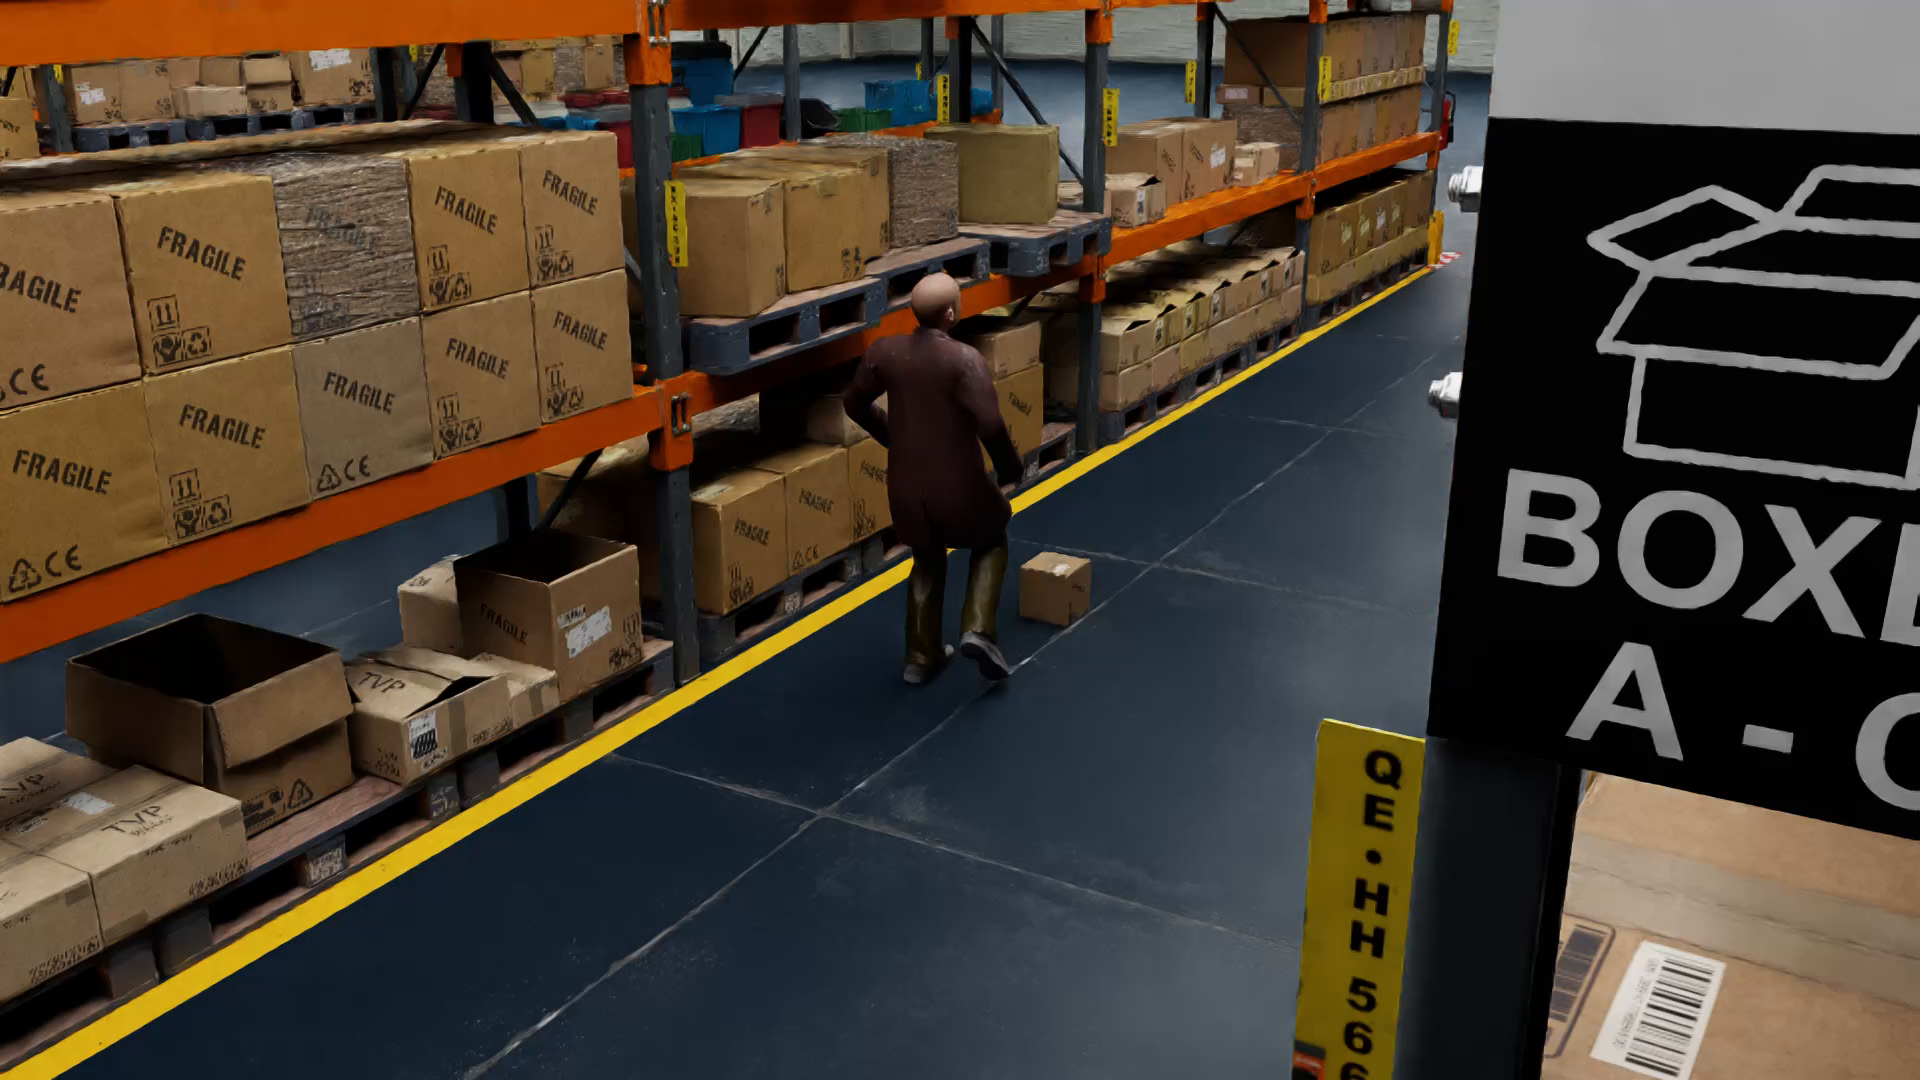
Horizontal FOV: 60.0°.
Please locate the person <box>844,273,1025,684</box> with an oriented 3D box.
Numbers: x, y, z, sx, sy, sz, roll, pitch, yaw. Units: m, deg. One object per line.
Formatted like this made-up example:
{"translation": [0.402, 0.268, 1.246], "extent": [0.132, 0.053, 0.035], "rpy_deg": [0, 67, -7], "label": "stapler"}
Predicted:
{"translation": [-0.089, -0.240, 6.840], "extent": [0.772, 1.744, 0.524], "rpy_deg": [8, 21, 21], "label": "person"}
